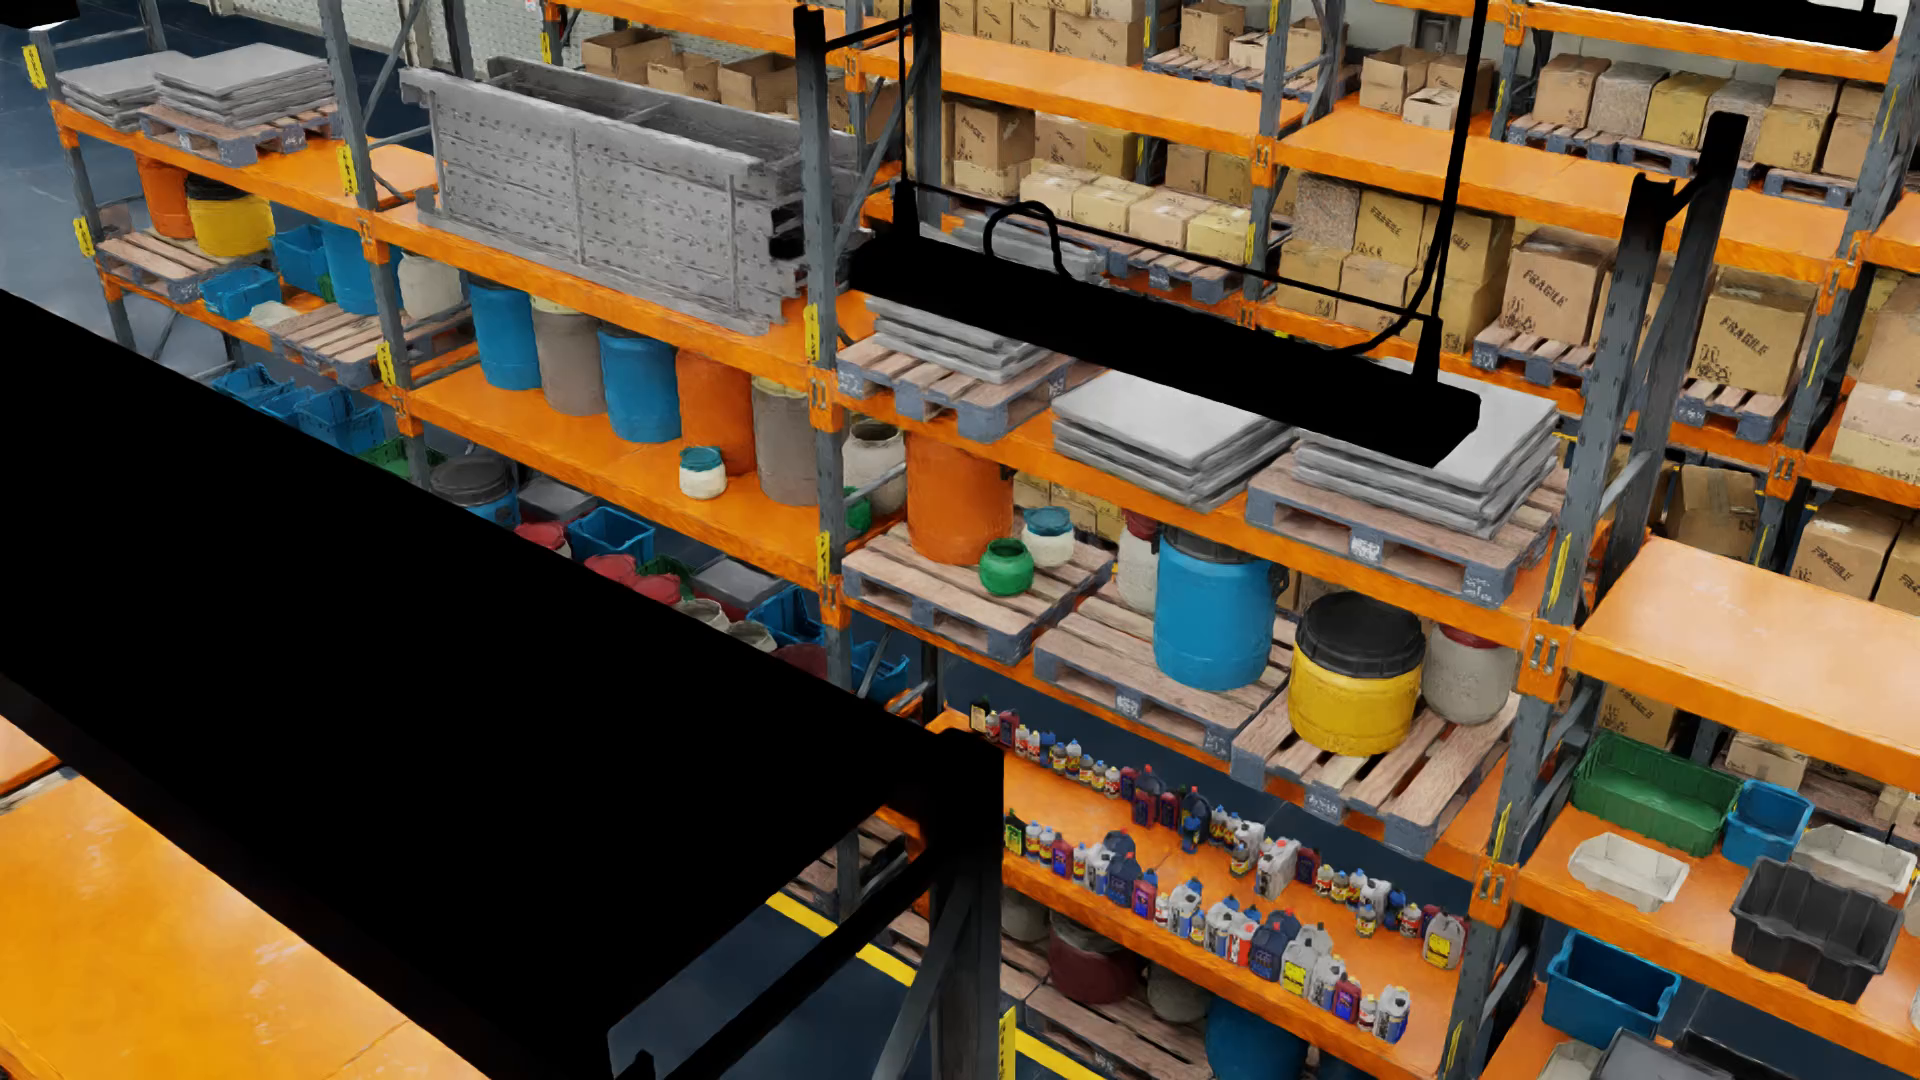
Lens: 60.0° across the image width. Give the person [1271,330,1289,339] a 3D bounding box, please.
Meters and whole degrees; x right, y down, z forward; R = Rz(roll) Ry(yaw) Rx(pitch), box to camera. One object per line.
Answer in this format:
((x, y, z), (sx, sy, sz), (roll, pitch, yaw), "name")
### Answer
((3.118, -1.191, 15.598), (0.572, 1.715, 0.715), (21, 37, 30), "person")
